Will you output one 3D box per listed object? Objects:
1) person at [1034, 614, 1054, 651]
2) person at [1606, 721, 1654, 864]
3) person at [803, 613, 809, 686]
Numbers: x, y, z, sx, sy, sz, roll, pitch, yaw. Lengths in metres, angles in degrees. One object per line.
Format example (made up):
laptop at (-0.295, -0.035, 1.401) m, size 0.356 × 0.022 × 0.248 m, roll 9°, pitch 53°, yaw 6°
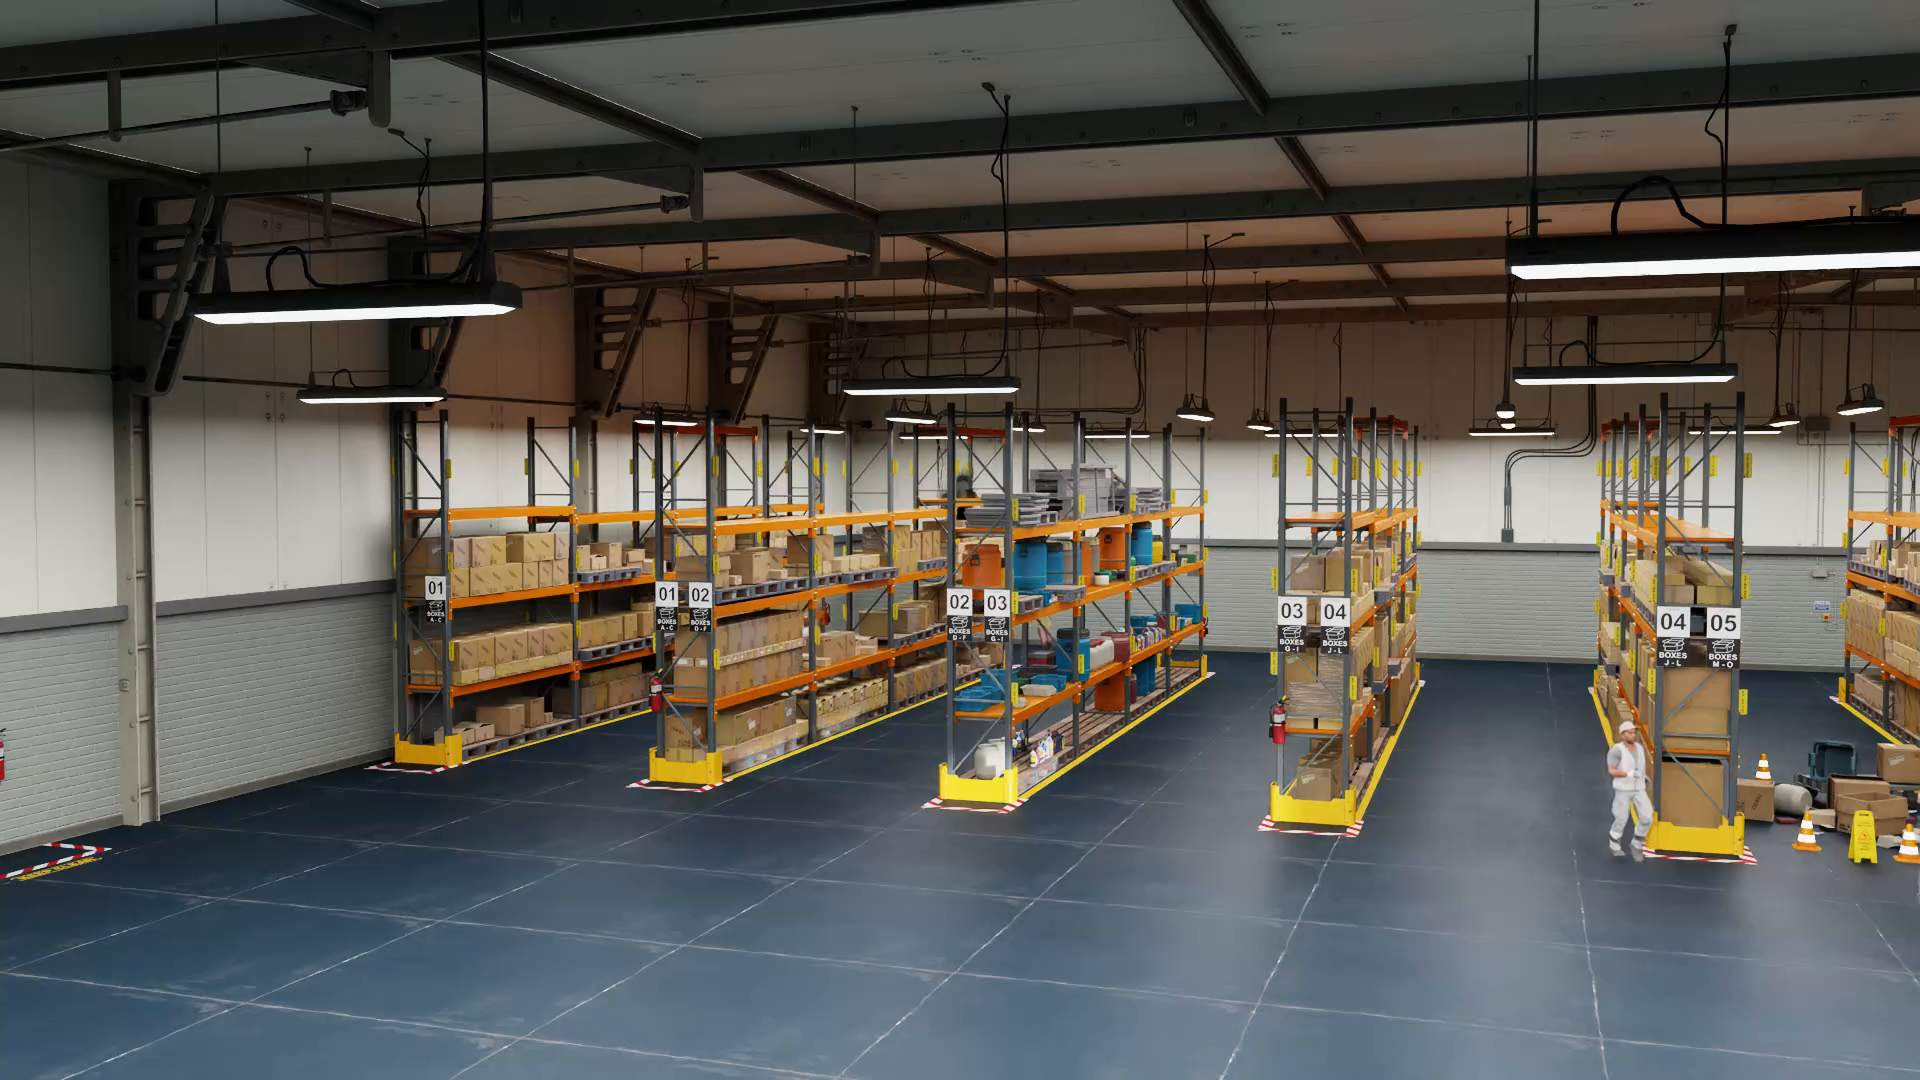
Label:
person at (2.064, 2.177, 41.120) m, size 0.614 × 1.640 × 0.539 m, roll 0°, pitch 2°, yaw -8°
person at (8.508, 3.197, 21.096) m, size 0.628 × 1.787 × 0.710 m, roll 0°, pitch 2°, yaw -6°
person at (-3.503, 2.503, 37.790) m, size 0.560 × 1.661 × 0.573 m, roll 1°, pitch 3°, yaw 15°
